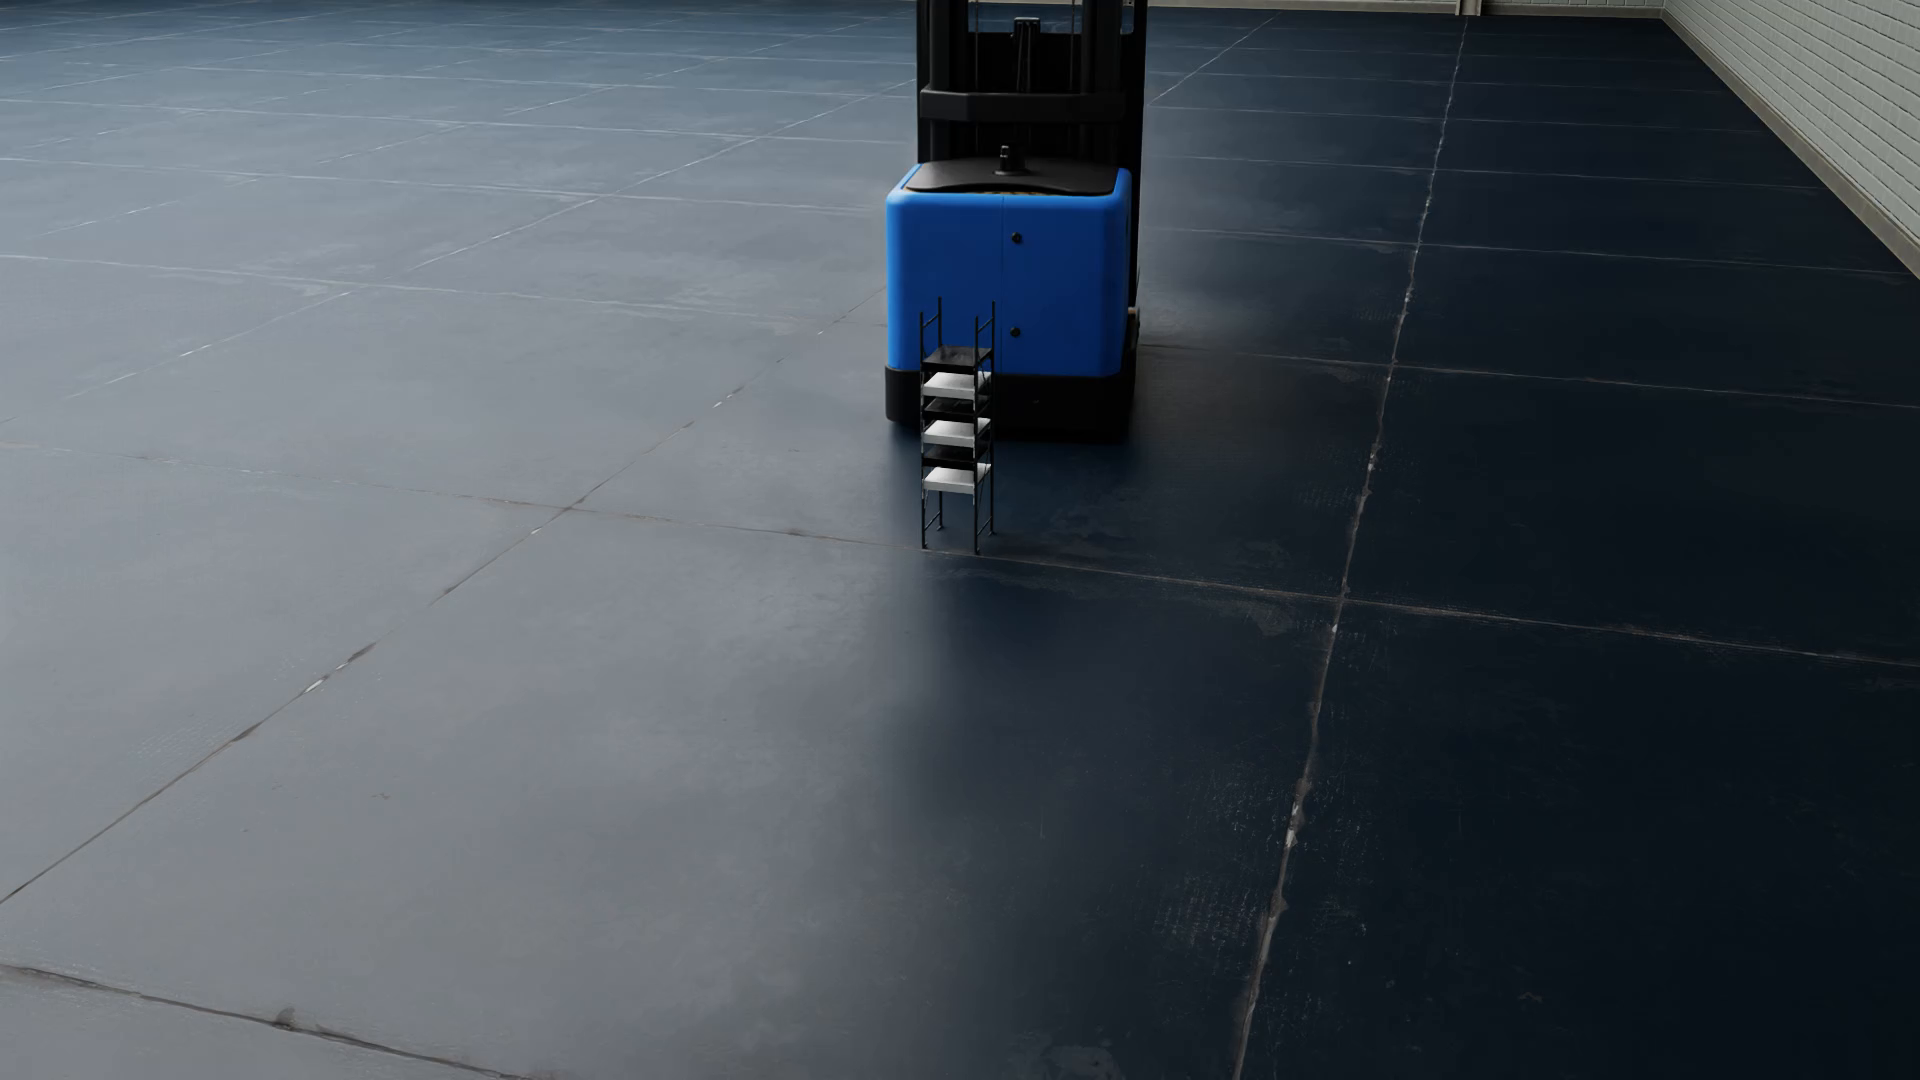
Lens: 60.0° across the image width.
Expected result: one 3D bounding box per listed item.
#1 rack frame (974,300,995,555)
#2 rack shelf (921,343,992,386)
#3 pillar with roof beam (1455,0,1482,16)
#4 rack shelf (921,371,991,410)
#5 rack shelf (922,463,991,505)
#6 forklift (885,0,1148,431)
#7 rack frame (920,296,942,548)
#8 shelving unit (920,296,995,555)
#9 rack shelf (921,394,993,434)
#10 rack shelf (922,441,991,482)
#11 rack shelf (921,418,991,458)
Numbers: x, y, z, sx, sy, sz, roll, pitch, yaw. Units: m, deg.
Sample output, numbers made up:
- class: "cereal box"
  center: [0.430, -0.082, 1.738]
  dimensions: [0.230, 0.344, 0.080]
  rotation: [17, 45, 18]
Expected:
- class: "rack frame"
  center: [0.090, -0.406, 6.074]
  dimensions: [0.006, 0.900, 0.240]
  rotation: [7, 23, 16]
- class: "rack shelf"
  center: [-0.008, -0.636, 6.012]
  dimensions: [0.200, 0.077, 0.258]
  rotation: [7, 23, 16]
- class: "pillar with roof beam"
  center: [7.102, -11.229, 21.788]
  dimensions: [0.400, 9.000, 9.100]
  rotation: [7, 23, 16]
- class: "rack shelf"
  center: [-0.008, -0.553, 6.046]
  dimensions: [0.200, 0.077, 0.258]
  rotation: [7, 23, 16]
- class: "rack shelf"
  center: [-0.008, -0.220, 6.182]
  dimensions: [0.200, 0.077, 0.258]
  rotation: [7, 23, 16]
- class: "forklift"
  center: [0.368, -2.354, 8.147]
  dimensions: [1.130, 2.935, 3.031]
  rotation: [3, 22, 7]
- class: "rack frame"
  center: [-0.105, -0.428, 6.129]
  dimensions: [0.006, 0.900, 0.240]
  rotation: [7, 23, 16]
- class: "shelving unit"
  center: [-0.008, -0.417, 6.101]
  dimensions: [0.210, 0.900, 0.258]
  rotation: [7, 23, 16]
- class: "rack shelf"
  center: [-0.008, -0.470, 6.080]
  dimensions: [0.200, 0.077, 0.258]
  rotation: [7, 23, 16]
- class: "rack shelf"
  center: [-0.008, -0.303, 6.148]
  dimensions: [0.200, 0.077, 0.258]
  rotation: [7, 23, 16]
- class: "rack shelf"
  center: [-0.008, -0.386, 6.114]
  dimensions: [0.200, 0.077, 0.258]
  rotation: [7, 23, 16]
